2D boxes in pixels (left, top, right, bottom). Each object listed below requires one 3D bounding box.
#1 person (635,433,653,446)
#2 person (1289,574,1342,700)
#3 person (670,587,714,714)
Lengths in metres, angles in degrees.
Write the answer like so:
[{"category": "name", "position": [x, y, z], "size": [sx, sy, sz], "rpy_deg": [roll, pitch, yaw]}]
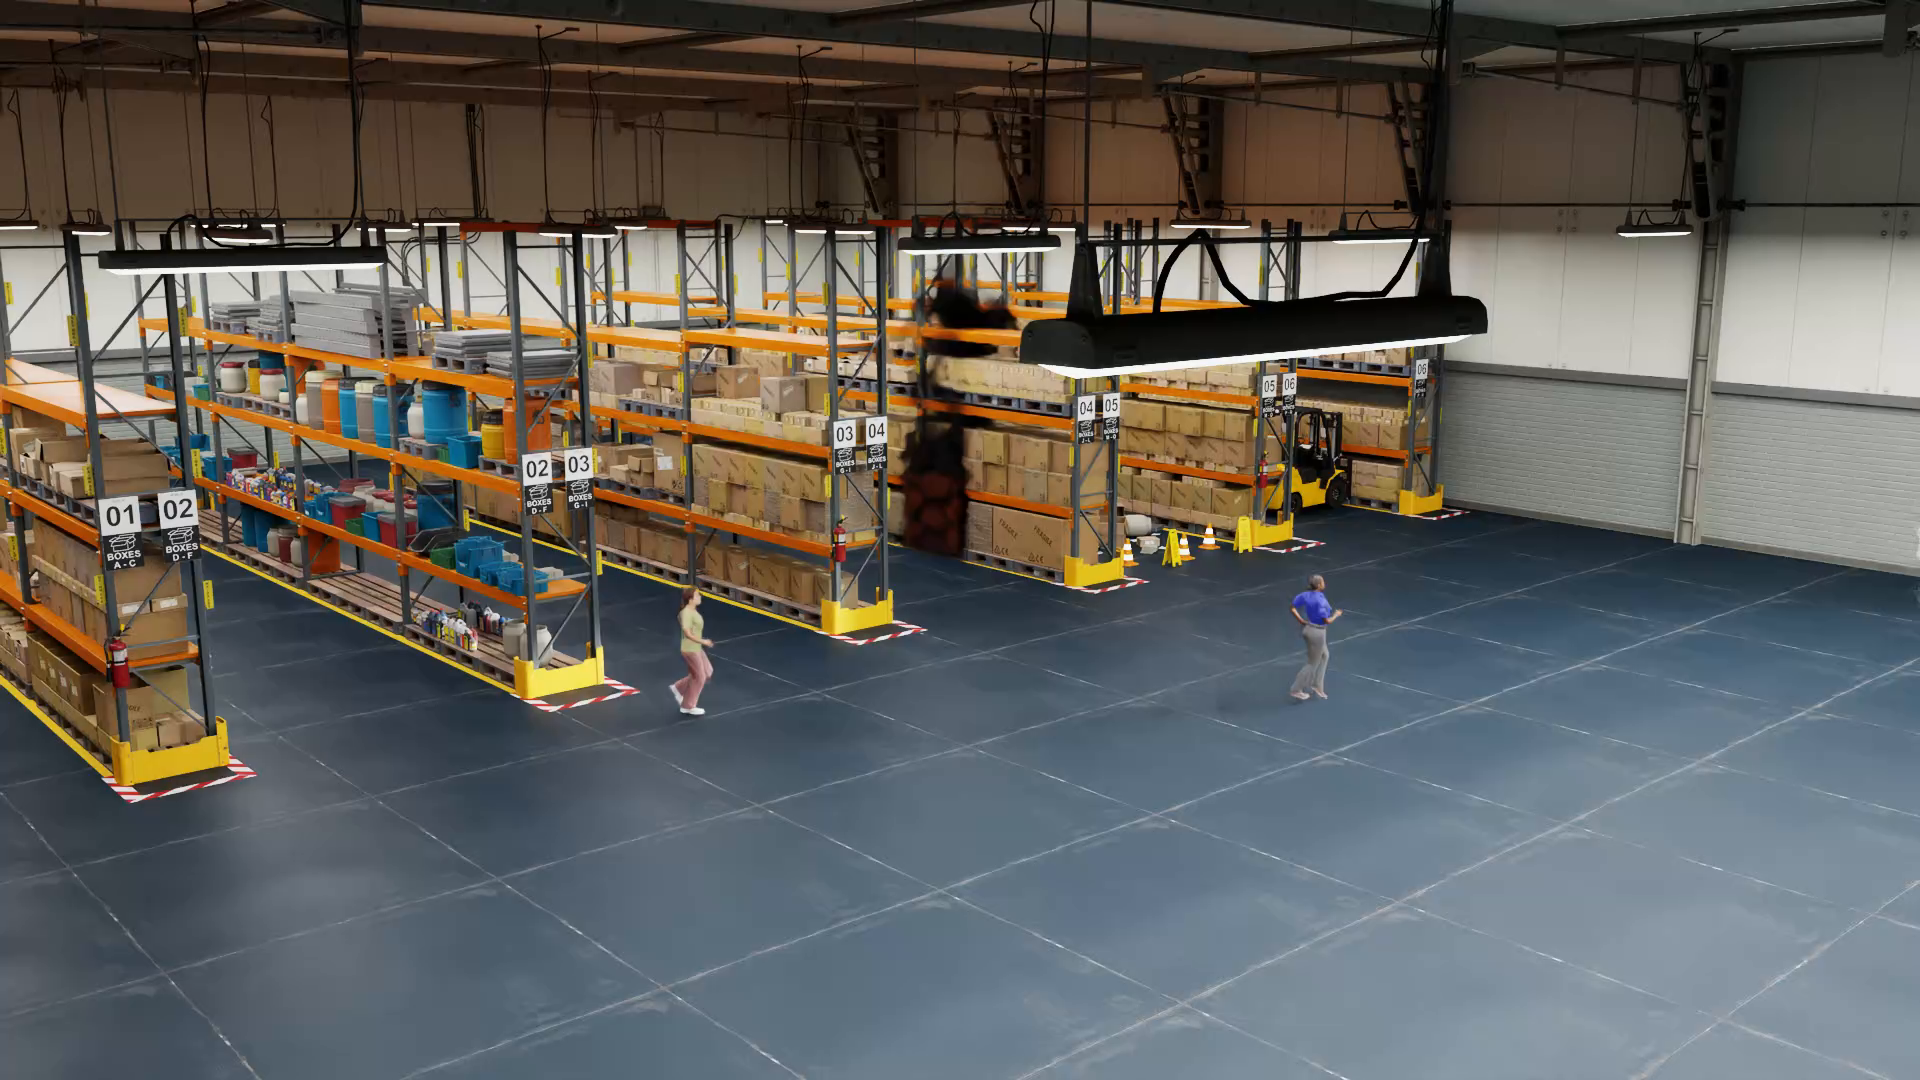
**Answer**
[{"category": "person", "position": [-7.882, -2.767, 41.223], "size": [0.859, 1.718, 0.764], "rpy_deg": [3, 12, 13]}, {"category": "person", "position": [4.562, 1.276, 21.390], "size": [0.714, 1.715, 0.556], "rpy_deg": [-3, 12, -16]}, {"category": "person", "position": [-3.379, 1.384, 20.924], "size": [0.569, 1.634, 0.614], "rpy_deg": [-1, 11, -7]}]
